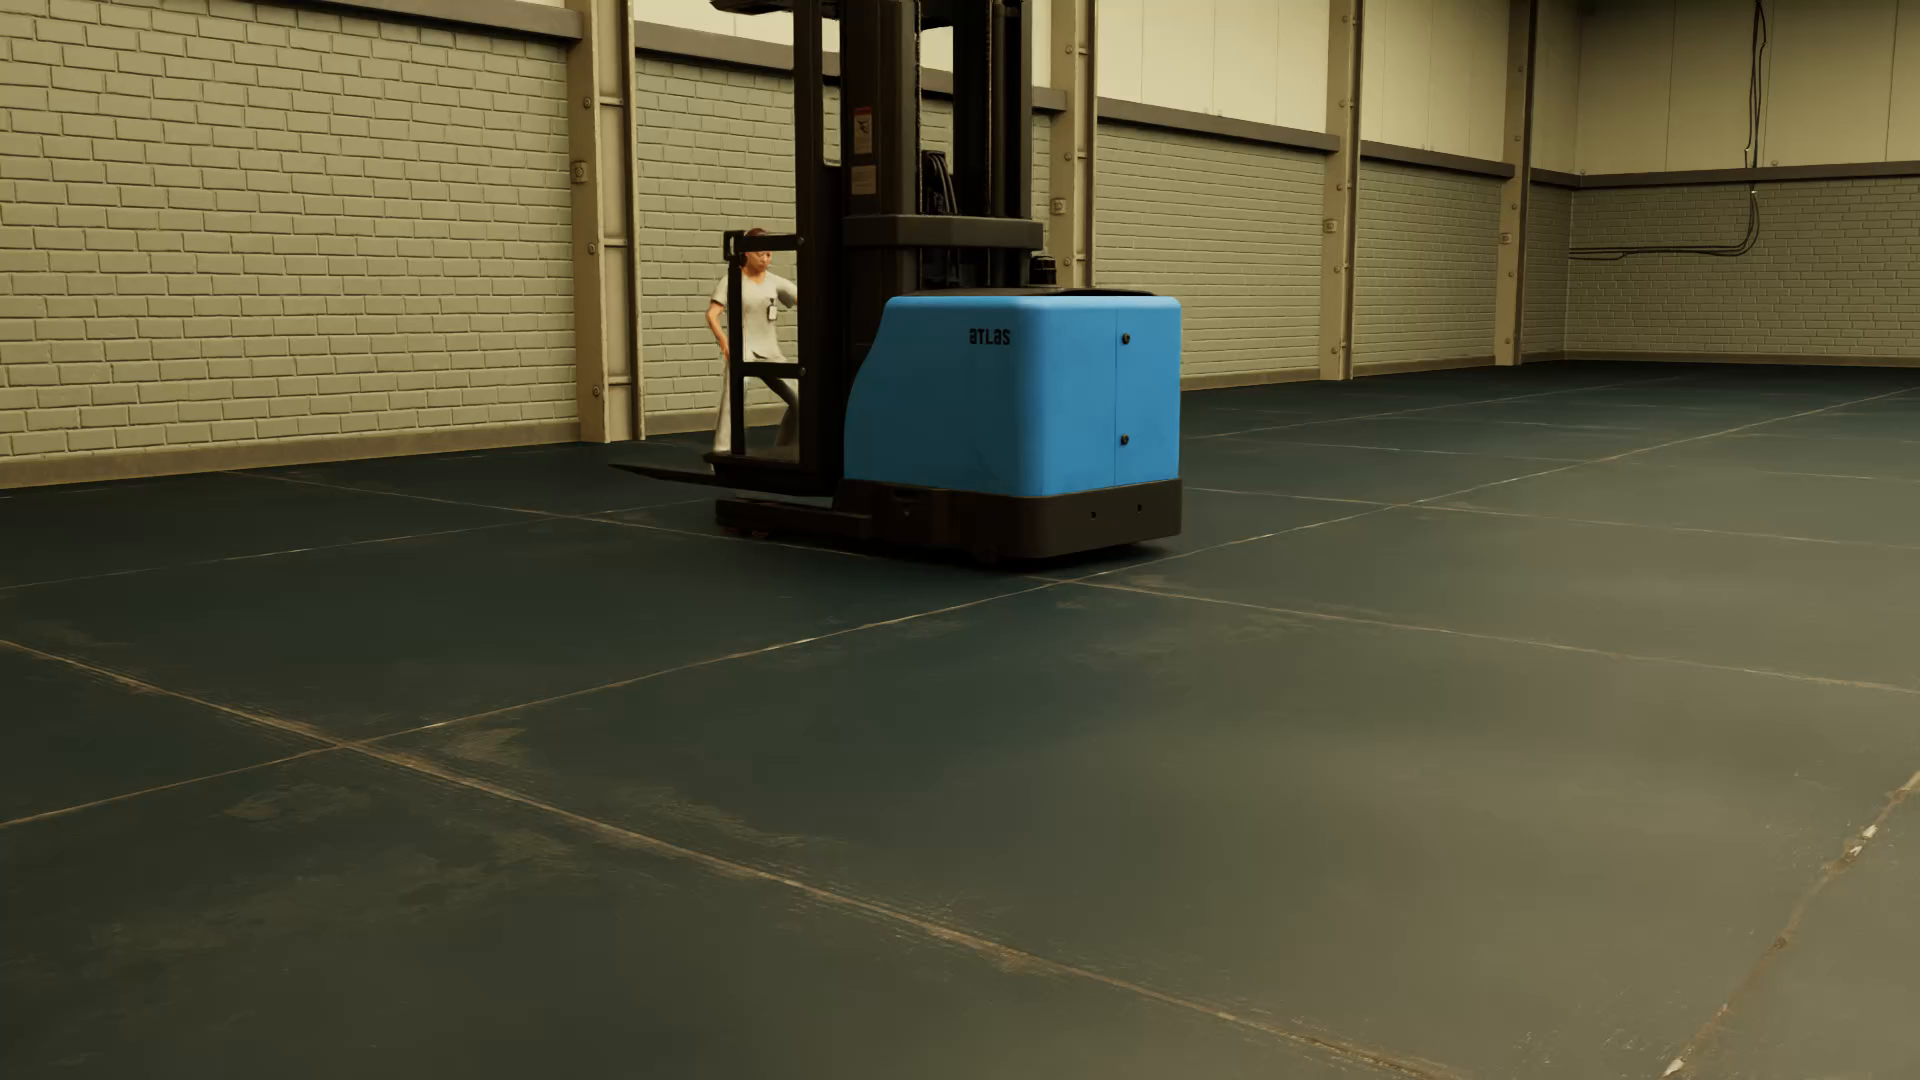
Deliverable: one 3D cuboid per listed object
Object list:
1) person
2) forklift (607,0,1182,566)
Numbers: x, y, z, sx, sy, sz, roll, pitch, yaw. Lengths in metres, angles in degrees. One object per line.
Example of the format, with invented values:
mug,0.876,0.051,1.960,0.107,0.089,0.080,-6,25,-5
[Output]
person,-1.213,-1.179,10.421,0.958,1.531,0.904,-5,10,-30
forklift,-0.477,-1.505,7.568,3.031,2.935,1.130,8,11,42
